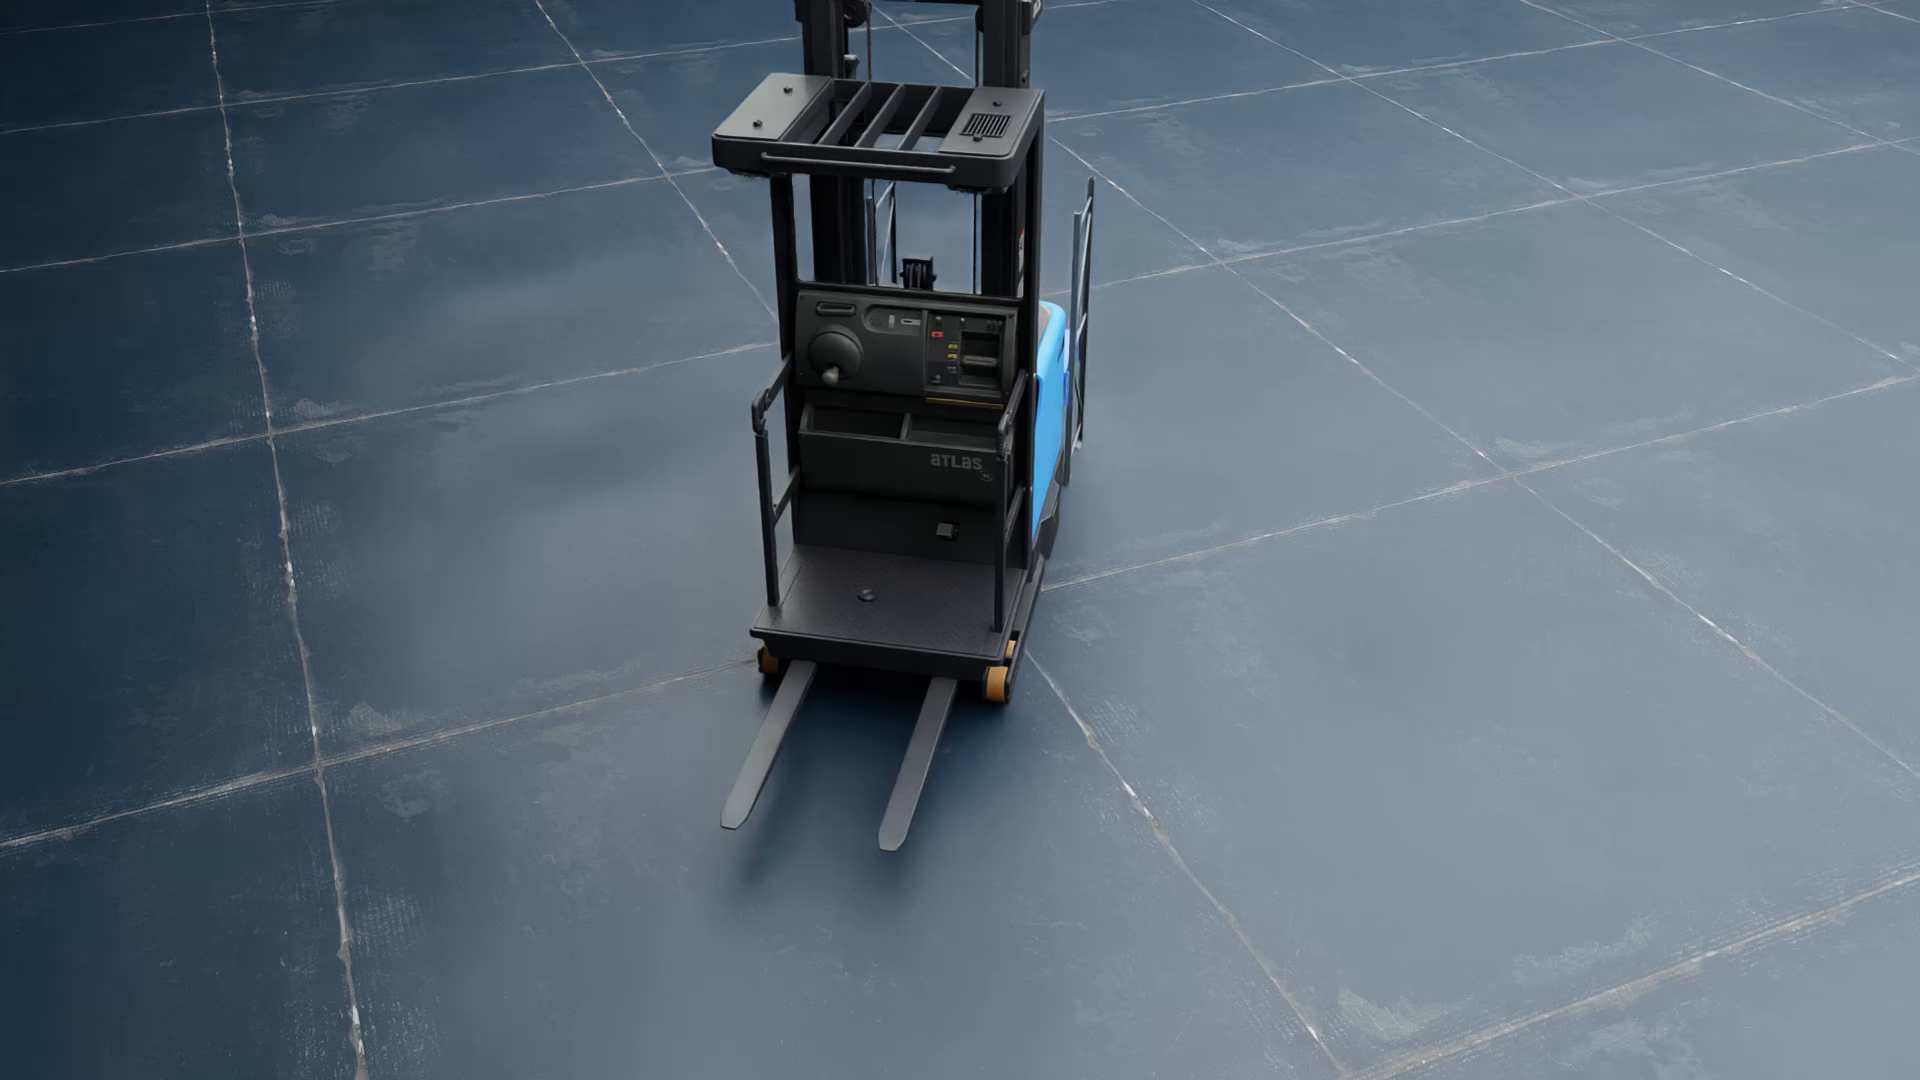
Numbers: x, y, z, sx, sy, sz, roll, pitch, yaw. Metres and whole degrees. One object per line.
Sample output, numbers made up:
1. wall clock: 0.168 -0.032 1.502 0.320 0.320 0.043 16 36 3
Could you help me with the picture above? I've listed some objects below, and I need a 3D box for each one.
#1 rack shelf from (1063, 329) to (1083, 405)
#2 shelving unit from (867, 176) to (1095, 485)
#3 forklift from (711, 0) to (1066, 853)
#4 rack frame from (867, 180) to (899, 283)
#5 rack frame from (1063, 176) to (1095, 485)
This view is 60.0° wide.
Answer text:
1. rack shelf: 0.110 -0.955 8.672 1.000 0.185 0.538 7 34 10
2. shelving unit: 0.110 -1.106 8.574 1.048 1.500 0.538 7 34 10
3. forklift: -0.268 -0.746 6.708 1.130 2.935 3.031 6 34 9
4. rack frame: -0.387 -1.163 8.662 0.032 1.500 0.500 7 34 10
5. rack frame: 0.608 -1.049 8.487 0.032 1.500 0.500 7 34 10
